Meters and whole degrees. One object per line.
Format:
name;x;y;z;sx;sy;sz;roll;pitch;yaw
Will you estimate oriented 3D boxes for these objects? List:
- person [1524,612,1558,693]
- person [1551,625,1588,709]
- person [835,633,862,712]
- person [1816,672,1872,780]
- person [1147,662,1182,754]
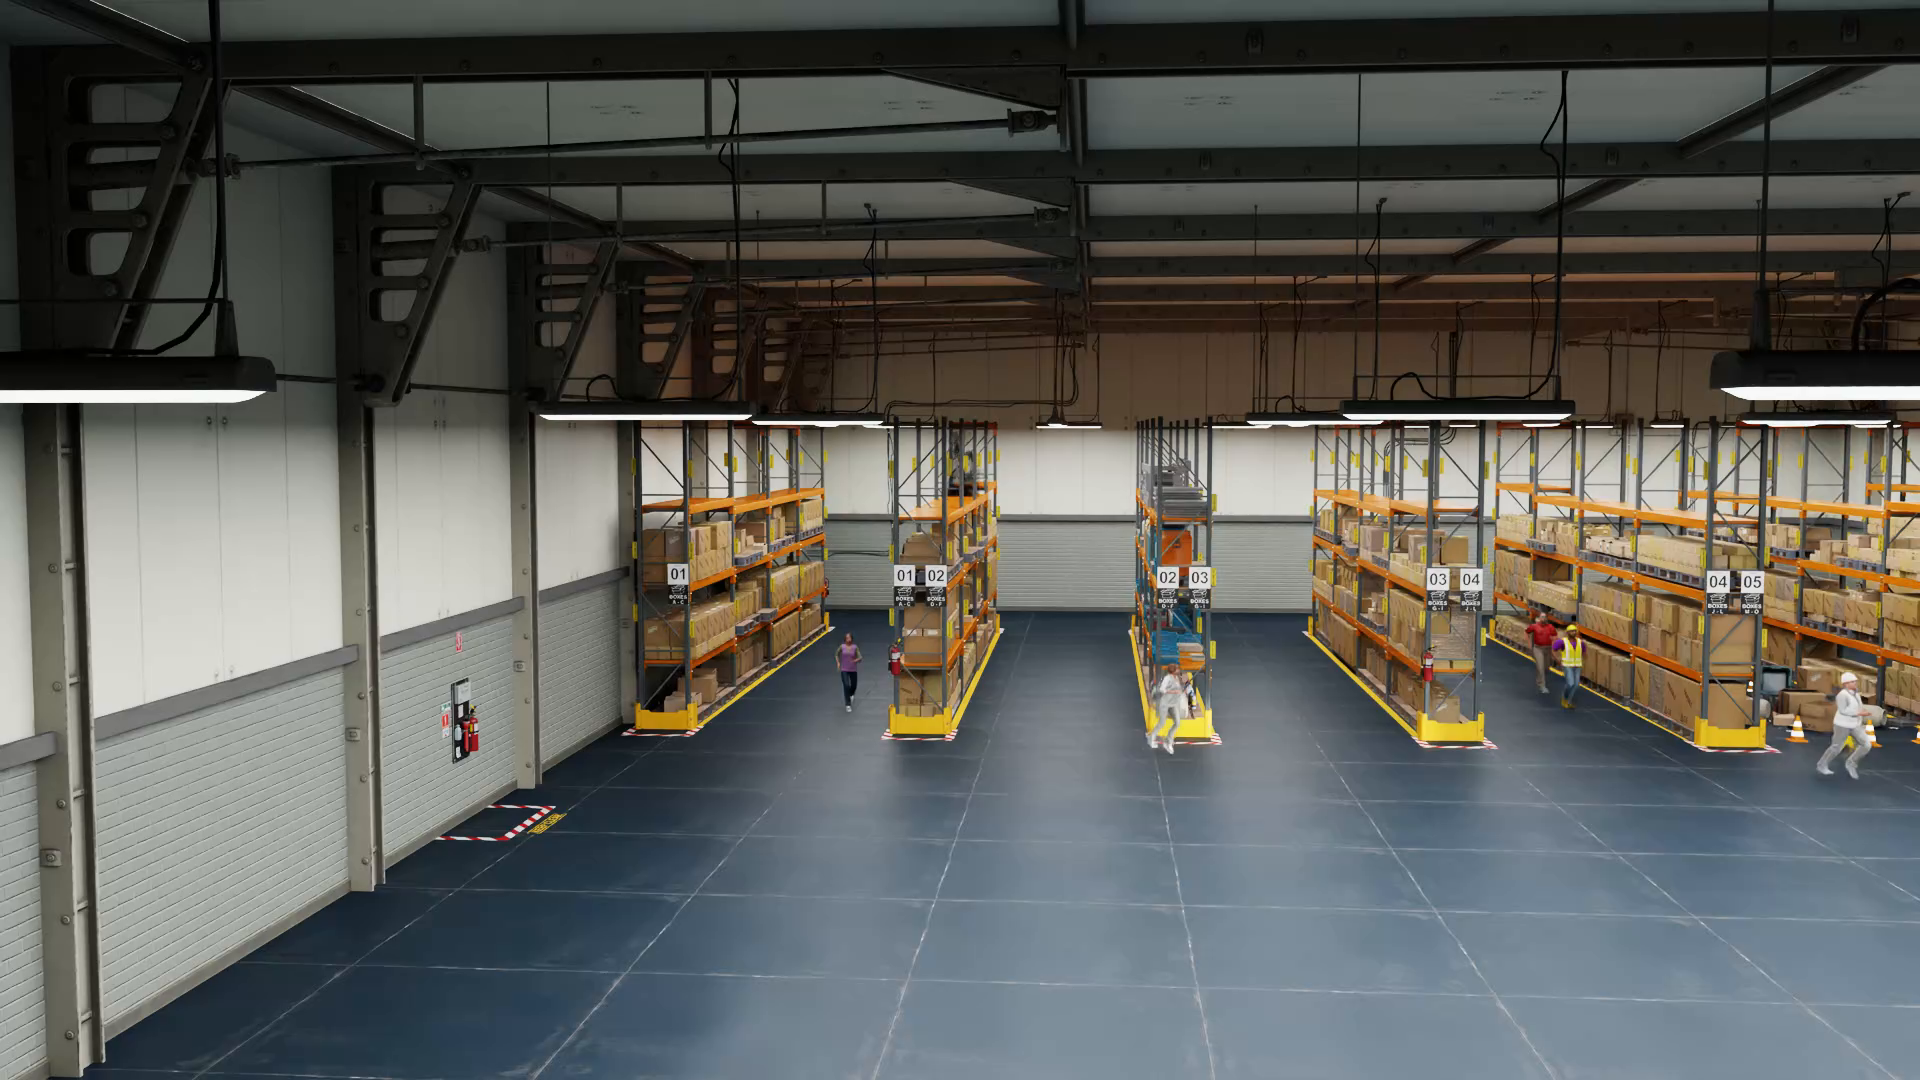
person;12.827;2.449;36.616;0.662;1.716;0.968;0;4;-3
person;12.590;2.615;34.195;0.684;1.742;0.617;0;4;-6
person;-2.294;2.693;34.189;0.546;1.572;0.841;-1;4;-8
person;14.594;3.051;27.330;0.667;1.773;0.864;-2;4;-30
person;3.756;2.996;29.817;0.560;1.605;0.661;-3;5;-39
